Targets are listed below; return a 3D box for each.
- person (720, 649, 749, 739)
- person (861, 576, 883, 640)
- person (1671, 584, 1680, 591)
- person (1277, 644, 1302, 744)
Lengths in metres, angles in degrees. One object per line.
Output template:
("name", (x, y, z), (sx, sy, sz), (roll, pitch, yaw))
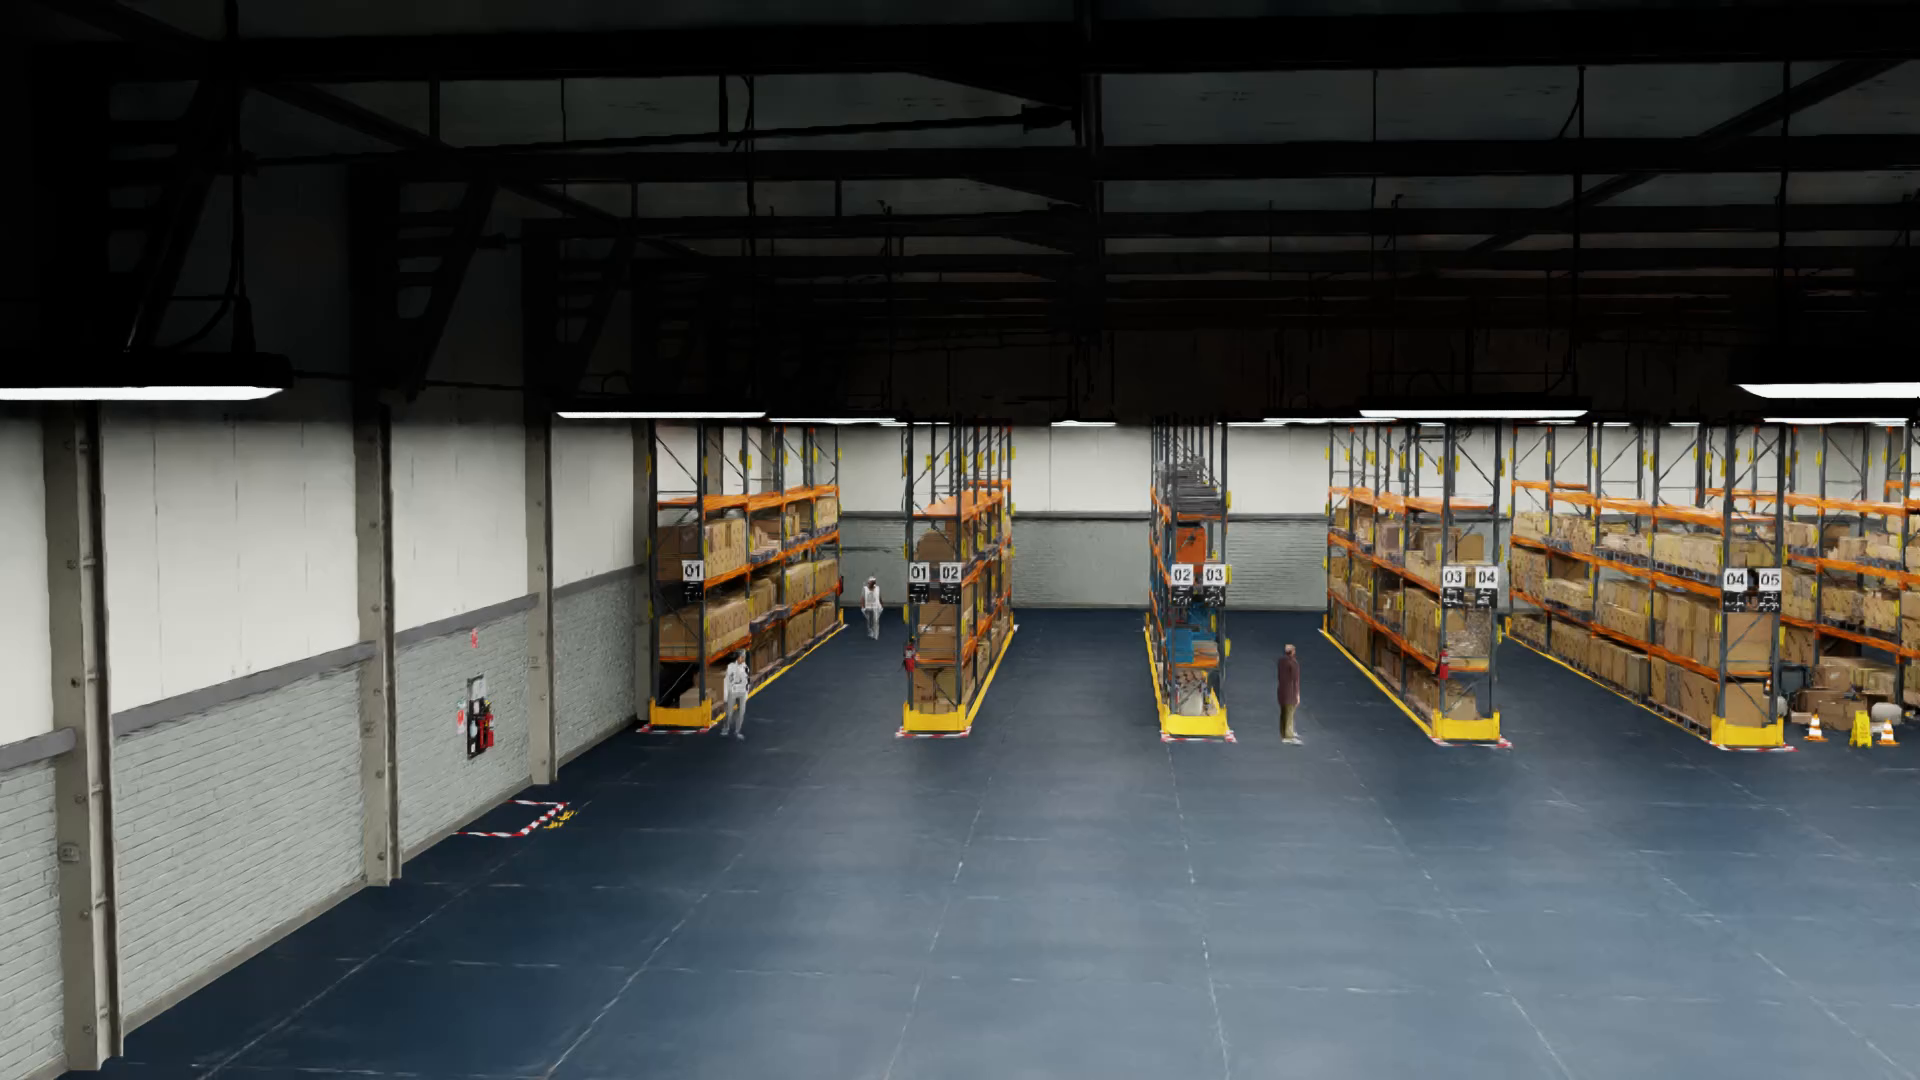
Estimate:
("person", (-4.166, 2.830, 30.792), (0.522, 1.652, 0.534), (-2, 4, -31))
("person", (-2.396, 1.819, 45.075), (0.569, 1.702, 1.114), (0, 4, 3))
("person", (19.151, 1.898, 44.464), (0.477, 1.656, 0.575), (0, 4, -1))
("person", (6.037, 2.774, 30.297), (0.518, 1.790, 0.654), (-2, 4, -22))
